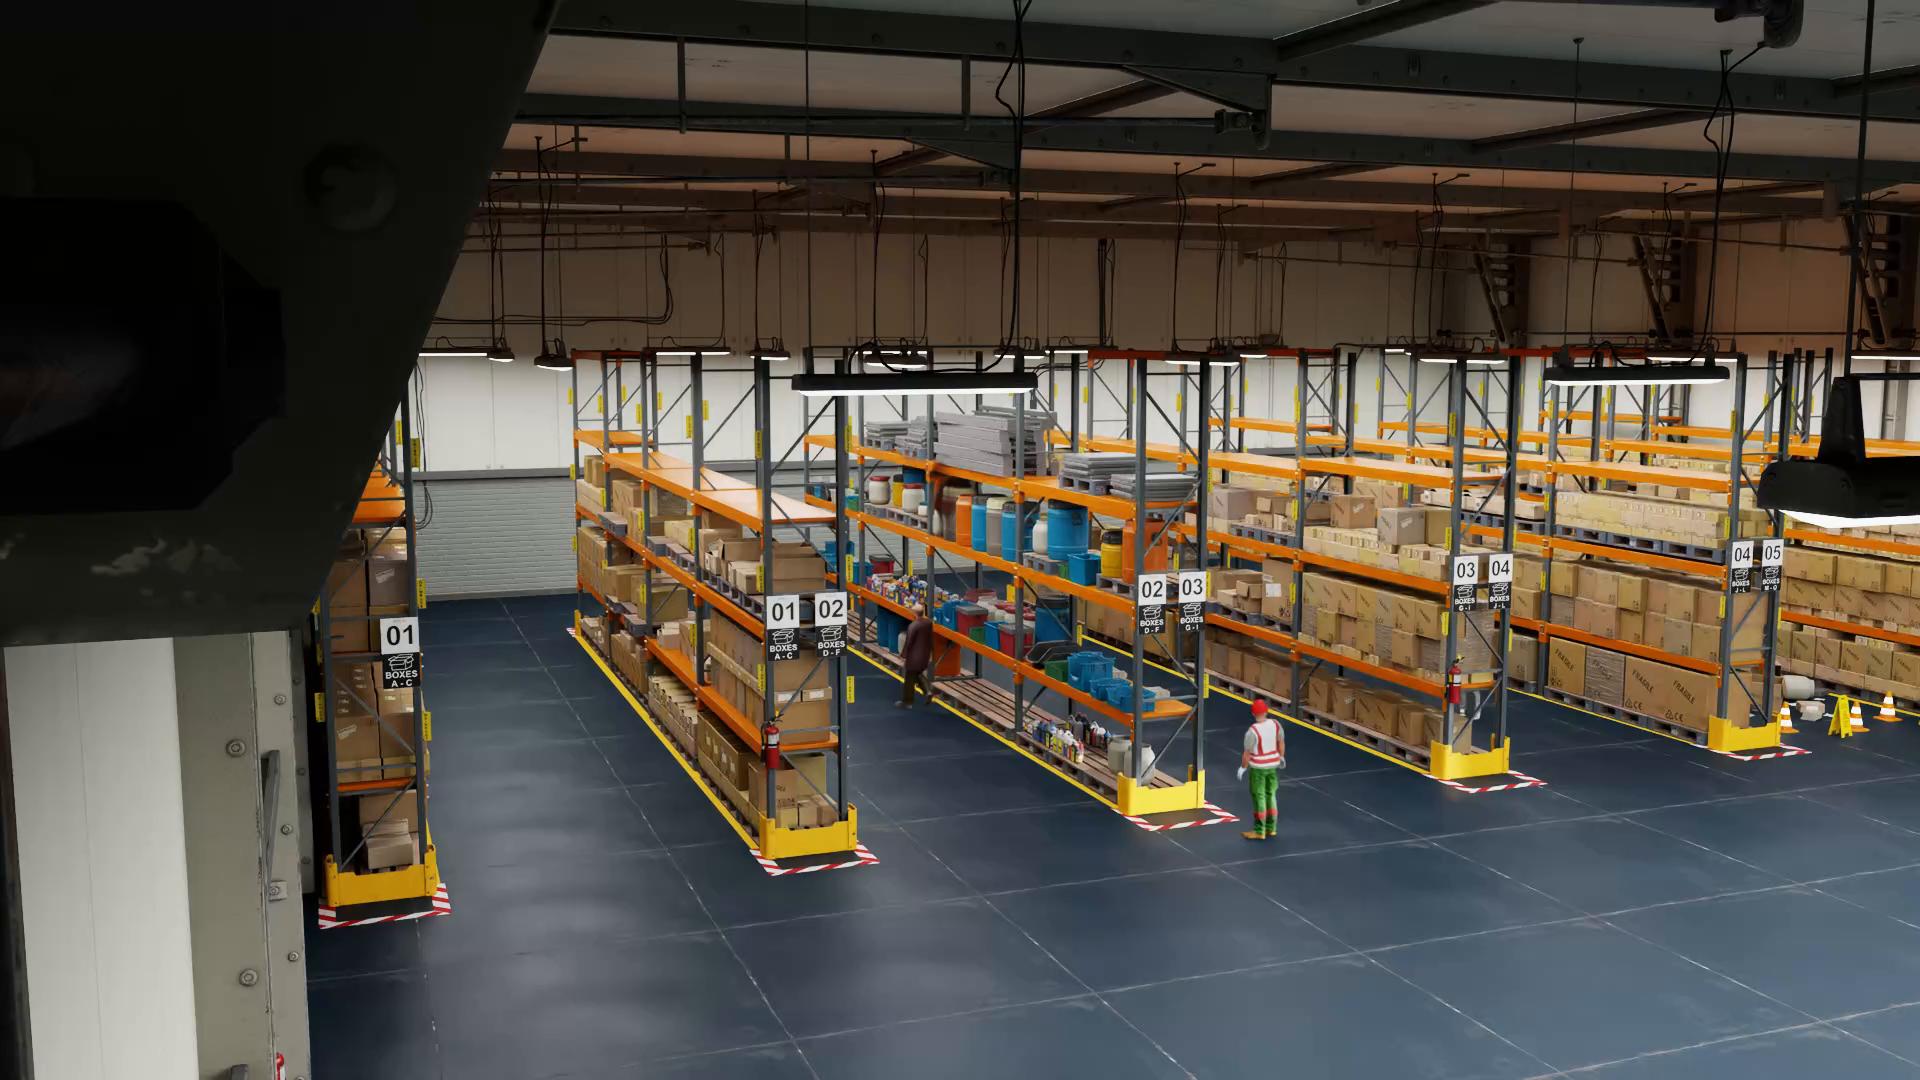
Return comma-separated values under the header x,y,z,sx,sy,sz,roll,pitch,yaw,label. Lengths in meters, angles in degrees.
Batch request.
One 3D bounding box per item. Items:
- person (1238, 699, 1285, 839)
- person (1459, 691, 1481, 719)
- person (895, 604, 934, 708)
x,y,z,sx,sy,sz,roll,pitch,yaw,label
3.818,2.856,20.897,0.674,1.791,0.415,-4,8,-29,person
8.412,2.128,27.498,0.486,1.608,0.354,6,9,40,person
-0.752,1.950,28.051,0.707,1.770,0.683,5,9,35,person
